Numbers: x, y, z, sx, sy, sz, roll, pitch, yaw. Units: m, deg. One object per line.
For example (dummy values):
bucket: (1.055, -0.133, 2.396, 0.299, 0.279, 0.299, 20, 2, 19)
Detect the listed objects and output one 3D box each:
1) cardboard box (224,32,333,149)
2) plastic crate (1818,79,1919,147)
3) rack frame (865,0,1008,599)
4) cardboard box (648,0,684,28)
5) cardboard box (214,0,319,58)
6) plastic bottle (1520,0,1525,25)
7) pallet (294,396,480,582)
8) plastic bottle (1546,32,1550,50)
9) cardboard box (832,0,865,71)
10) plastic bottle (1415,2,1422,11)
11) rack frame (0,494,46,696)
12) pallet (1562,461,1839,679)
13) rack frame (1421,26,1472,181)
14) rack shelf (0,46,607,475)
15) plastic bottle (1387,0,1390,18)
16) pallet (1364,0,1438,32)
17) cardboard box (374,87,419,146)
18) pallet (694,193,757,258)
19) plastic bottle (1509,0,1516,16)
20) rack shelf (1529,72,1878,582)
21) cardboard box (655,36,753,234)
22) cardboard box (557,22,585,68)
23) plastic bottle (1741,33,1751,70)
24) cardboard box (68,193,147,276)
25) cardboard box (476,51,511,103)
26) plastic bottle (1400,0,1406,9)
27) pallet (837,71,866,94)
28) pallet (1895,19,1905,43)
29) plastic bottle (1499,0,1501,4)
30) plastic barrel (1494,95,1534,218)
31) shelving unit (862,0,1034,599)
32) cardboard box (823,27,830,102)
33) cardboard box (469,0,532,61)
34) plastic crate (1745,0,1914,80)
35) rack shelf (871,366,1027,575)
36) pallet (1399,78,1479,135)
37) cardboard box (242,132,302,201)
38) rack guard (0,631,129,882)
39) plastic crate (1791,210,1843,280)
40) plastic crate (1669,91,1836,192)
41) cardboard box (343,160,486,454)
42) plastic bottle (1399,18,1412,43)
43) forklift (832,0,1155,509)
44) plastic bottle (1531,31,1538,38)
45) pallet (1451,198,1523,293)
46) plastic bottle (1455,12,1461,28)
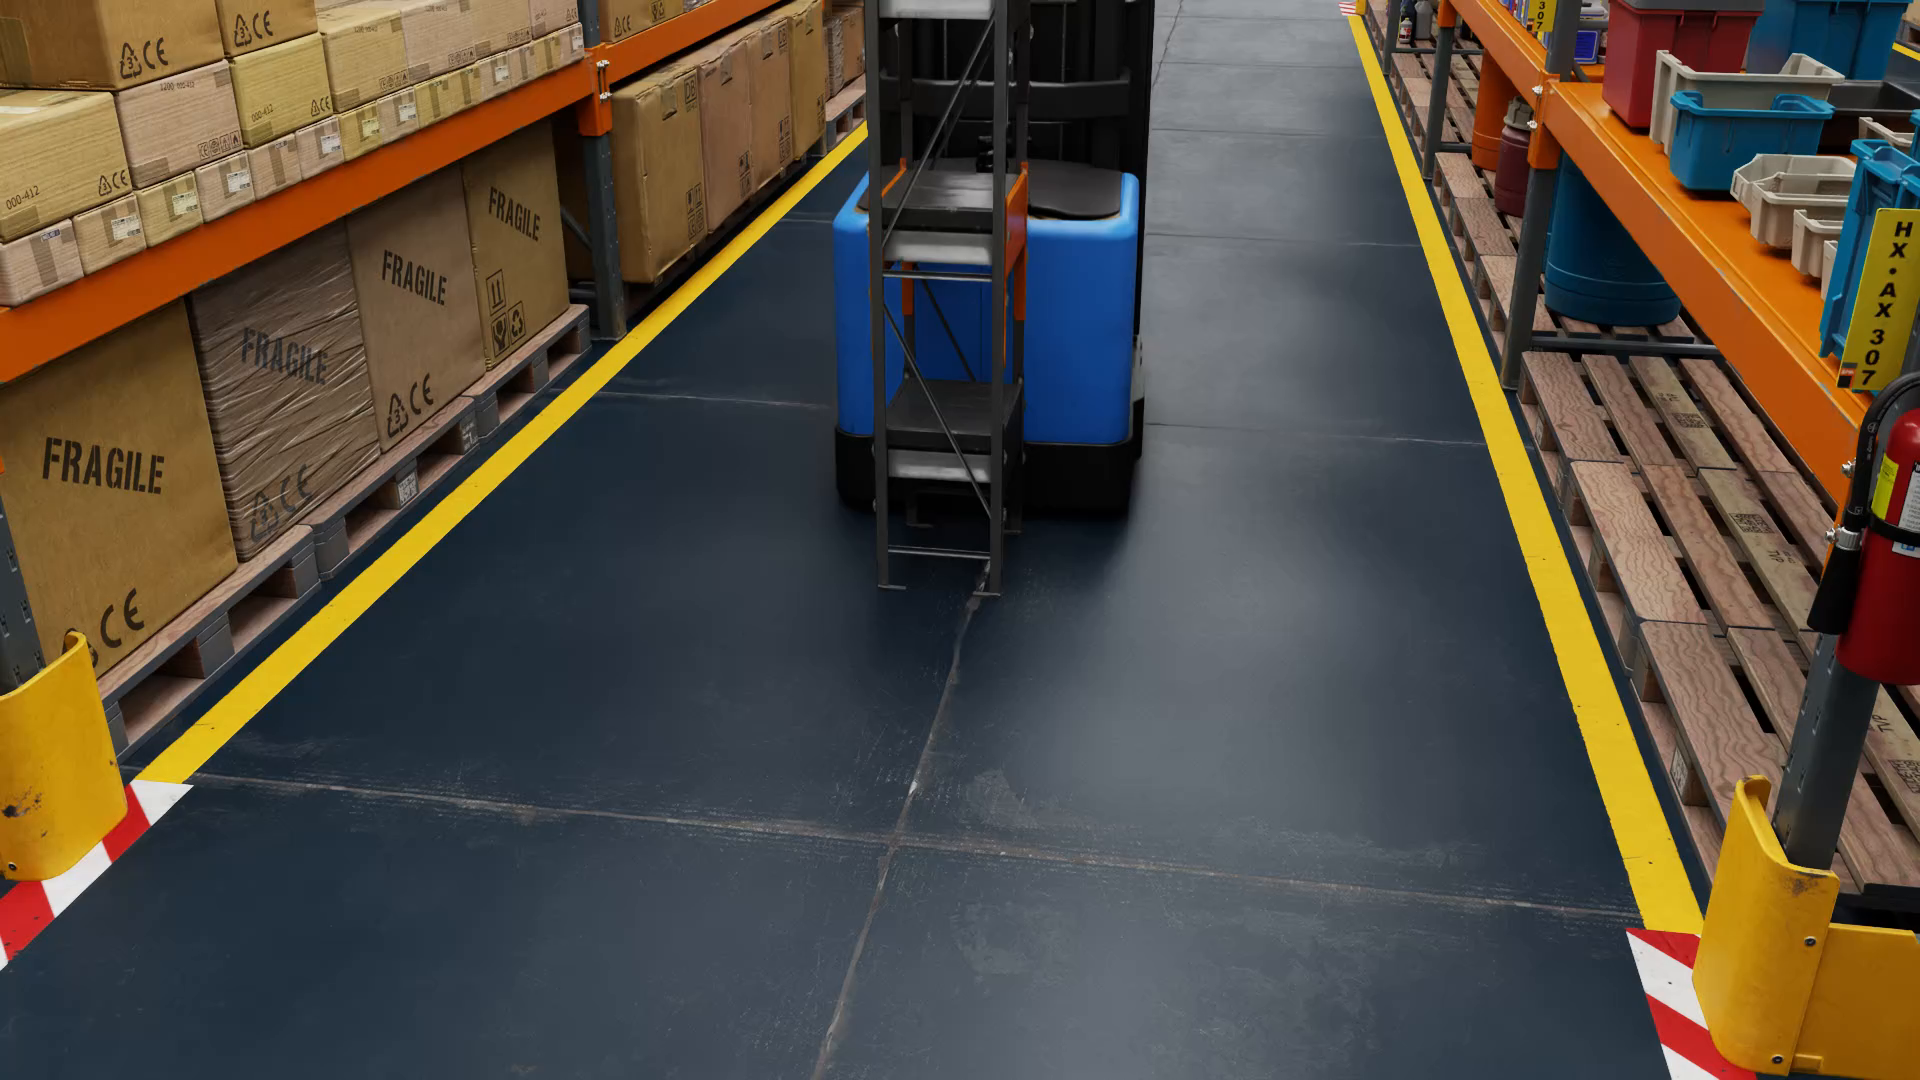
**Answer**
cardboard box: (-2.210, -1.332, 4.883, 0.500, 0.250, 0.500, 3, 25, 7)
plastic crate: (2.904, -1.401, 5.458, 0.437, 0.125, 0.590, 4, 25, 9)
rack frame: (-0.067, -0.780, 4.939, 0.400, 2.100, 0.015, 4, 25, 9)
cardboard box: (-1.662, -2.759, 7.988, 0.500, 0.500, 0.500, 4, 25, 9)
cardboard box: (-2.213, -1.670, 4.721, 0.500, 0.500, 0.500, 3, 25, 7)
plastic bottle: (2.723, -2.553, 7.900, 0.097, 0.201, 0.097, 0, 25, 0)
pallet: (-2.463, -0.241, 6.016, 1.003, 0.211, 1.213, 4, 25, 9)
plastic bottle: (2.560, -2.219, 7.091, 0.061, 0.283, 0.133, 4, 25, 9)
cardboard box: (-1.067, -4.054, 13.302, 0.700, 0.500, 0.500, 2, 25, 4)
plastic bottle: (4.131, -4.666, 14.875, 0.152, 0.276, 0.135, 4, 25, 9)
rack frame: (-2.719, -0.655, 3.612, 1.000, 3.000, 0.127, 4, 25, 9)
pallet: (2.543, 0.100, 5.288, 1.003, 0.211, 1.213, 4, 25, 9)
rack frame: (3.475, -3.658, 10.027, 1.000, 3.000, 0.127, 4, 25, 9)
rack shelf: (-2.392, -1.166, 5.551, 1.077, 0.370, 4.000, 4, 25, 9)
plastic bottle: (4.124, -5.143, 15.884, 0.061, 0.283, 0.133, 4, 25, 9)
pallet: (4.679, -5.366, 16.966, 1.003, 0.211, 1.213, 4, 25, 9)
cardboard box: (-2.044, -1.420, 5.542, 0.380, 0.149, 0.250, 4, 25, 9)
pallet: (-1.816, -1.905, 9.571, 1.003, 0.211, 1.213, 4, 25, 9)
plastic bottle: (2.762, -2.736, 8.195, 0.061, 0.283, 0.133, 4, 25, 9)
rack shelf: (2.495, -0.823, 4.818, 1.077, 0.370, 4.000, 4, 25, 9)
cardboard box: (-1.835, -2.199, 8.920, 1.225, 0.875, 0.875, 3, 25, 7)
cardboard box: (-1.792, -2.064, 6.918, 0.380, 0.149, 0.250, 4, 25, 9)
plastic bottle: (3.205, -2.104, 6.766, 0.144, 0.351, 0.185, 4, 25, 9)
cardboard box: (-2.294, -0.774, 4.163, 0.380, 0.149, 0.250, 4, 25, 8)
cardboard box: (-1.918, -1.742, 6.229, 0.380, 0.149, 0.250, 4, 25, 9)
plastic bottle: (3.981, -4.700, 14.859, 0.144, 0.351, 0.185, 3, 25, 6)
pallet: (-1.080, -3.574, 13.136, 1.003, 0.211, 1.213, 4, 25, 9)
pallet: (9.585, -5.074, 16.340, 1.003, 0.211, 1.213, 4, 25, 9)
plastic bottle: (2.851, -2.911, 8.584, 0.097, 0.271, 0.097, 0, 25, 0)
plastic barrel: (3.228, -2.078, 9.000, 0.600, 0.588, 0.708, 4, 25, 9)
shelving unit: (-0.027, -0.882, 5.157, 0.431, 2.100, 0.503, 4, 25, 9)
cardboard box: (-1.321, -3.350, 11.798, 0.700, 0.500, 0.500, 3, 25, 6)
cardboard box: (-1.960, -1.976, 6.258, 0.500, 0.250, 0.500, 5, 26, 10)
plastic crate: (3.082, -1.786, 5.976, 0.392, 0.384, 0.575, 4, 25, 9)
rack shelf: (-0.027, -0.235, 5.460, 0.431, 0.518, 0.480, 4, 25, 9)
pallet: (3.842, -3.225, 12.391, 1.003, 0.211, 1.213, 4, 25, 9)
cardboard box: (-2.169, -1.097, 4.852, 0.380, 0.149, 0.250, 4, 25, 7)
rack guard: (-2.723, 0.487, 4.120, 1.175, 0.500, 0.348, 4, 25, 9)
plastic crate: (2.184, -0.694, 3.934, 0.396, 0.136, 0.243, 4, 25, 9)
plastic crate: (2.250, -1.140, 4.774, 0.416, 0.233, 0.300, 4, 25, 9)
cardboard box: (-2.399, -0.909, 6.165, 0.875, 0.875, 0.875, 4, 25, 9)
plastic bottle: (3.881, -4.436, 14.471, 0.097, 0.201, 0.097, 0, 25, 0)
forklift: (0.224, -2.027, 6.622, 1.130, 2.935, 3.031, 2, 25, 5)
plastic bottle: (2.679, -2.447, 7.498, 0.144, 0.351, 0.185, 4, 25, 9)
pallet: (3.186, -1.554, 8.820, 1.003, 0.211, 1.213, 4, 25, 9)
plastic bottle: (4.620, -4.862, 15.293, 0.152, 0.276, 0.135, 4, 25, 9)
